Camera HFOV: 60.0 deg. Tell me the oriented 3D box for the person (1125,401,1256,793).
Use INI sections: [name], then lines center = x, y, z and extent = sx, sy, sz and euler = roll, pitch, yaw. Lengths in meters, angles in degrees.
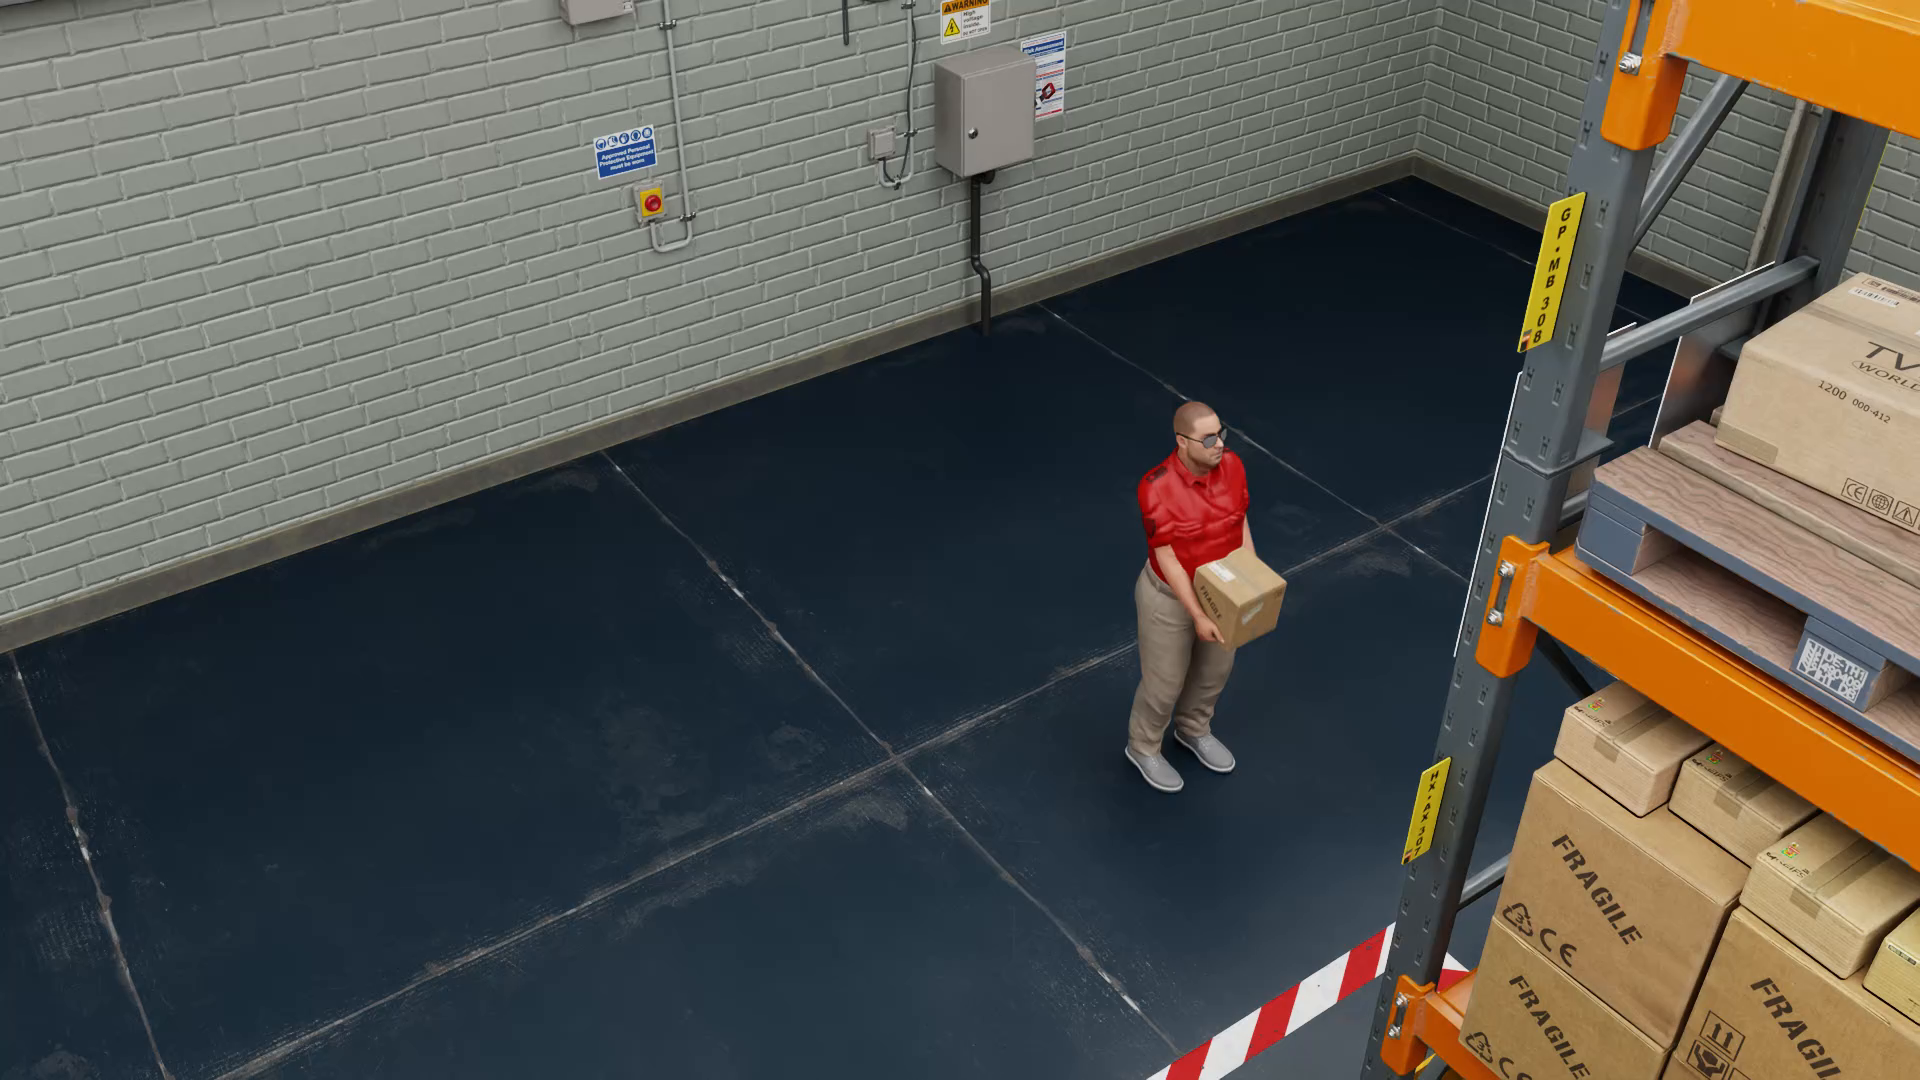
[person]
center = 0.983, 0.265, 6.663
extent = 0.494, 1.713, 0.529
euler = -22, 42, -28
